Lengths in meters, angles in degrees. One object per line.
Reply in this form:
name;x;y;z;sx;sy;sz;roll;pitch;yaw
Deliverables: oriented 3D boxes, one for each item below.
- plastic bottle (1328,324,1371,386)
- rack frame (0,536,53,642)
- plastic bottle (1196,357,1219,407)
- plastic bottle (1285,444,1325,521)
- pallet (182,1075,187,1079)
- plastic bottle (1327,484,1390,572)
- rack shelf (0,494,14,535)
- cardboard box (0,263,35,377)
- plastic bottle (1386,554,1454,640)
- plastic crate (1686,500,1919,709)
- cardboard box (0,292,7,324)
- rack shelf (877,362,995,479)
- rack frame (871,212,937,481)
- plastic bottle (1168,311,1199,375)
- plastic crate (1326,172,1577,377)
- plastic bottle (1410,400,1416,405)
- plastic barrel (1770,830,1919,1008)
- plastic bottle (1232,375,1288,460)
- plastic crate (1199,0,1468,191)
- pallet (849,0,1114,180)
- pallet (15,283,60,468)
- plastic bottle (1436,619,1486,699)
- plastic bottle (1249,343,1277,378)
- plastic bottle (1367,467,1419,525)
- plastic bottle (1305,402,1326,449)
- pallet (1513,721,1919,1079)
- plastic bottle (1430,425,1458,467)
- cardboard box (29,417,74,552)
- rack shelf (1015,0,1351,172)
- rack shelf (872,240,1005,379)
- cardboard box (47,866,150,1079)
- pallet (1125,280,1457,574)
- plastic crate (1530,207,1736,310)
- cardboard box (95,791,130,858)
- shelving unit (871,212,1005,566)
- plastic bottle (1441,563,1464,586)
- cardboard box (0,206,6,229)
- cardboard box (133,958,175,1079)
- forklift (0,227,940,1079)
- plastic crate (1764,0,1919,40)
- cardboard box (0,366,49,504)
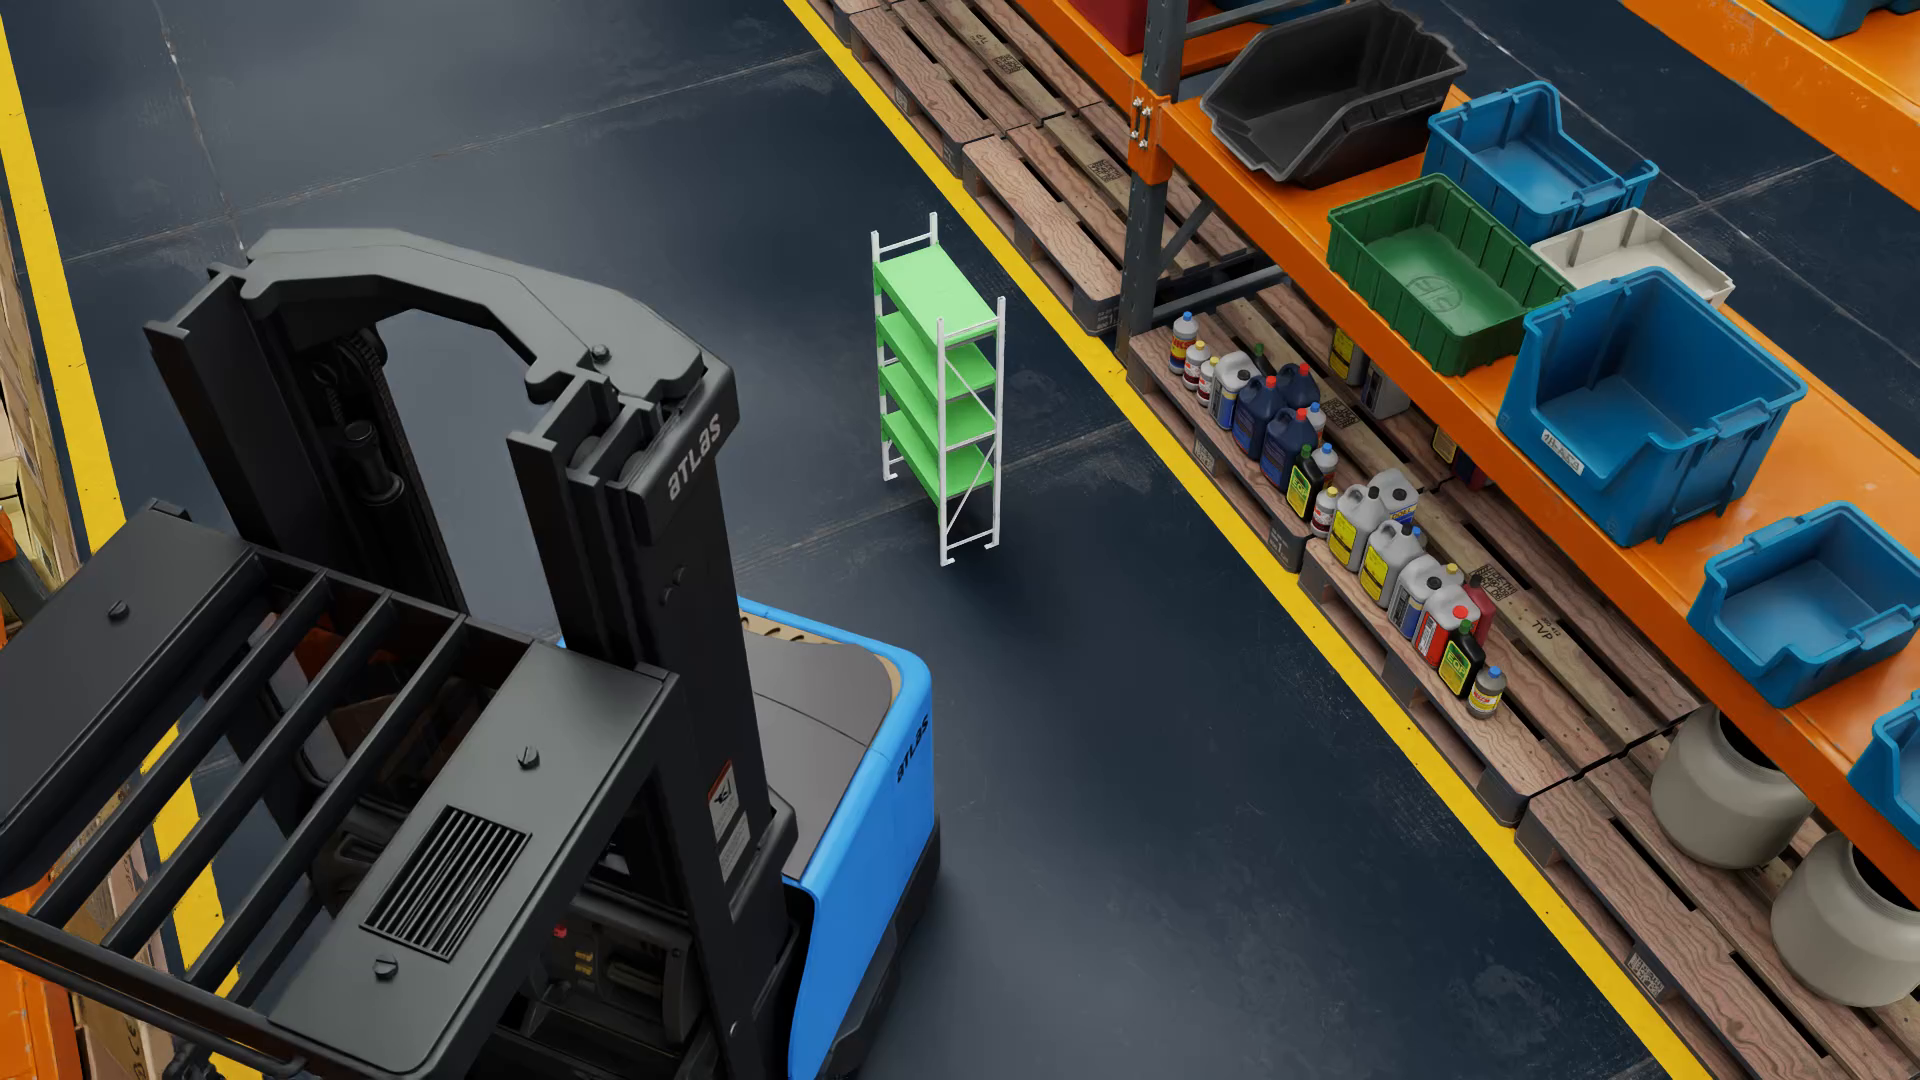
plastic bottle;1.537;-0.783;6.410;0.144;0.351;0.185;-21;52;-18
rack frame;-3.292;-0.188;4.422;1.000;3.000;0.127;-21;52;-18
plastic bottle;0.963;-0.615;6.362;0.097;0.201;0.097;0;49;0
plastic bottle;1.239;-0.208;5.951;0.061;0.283;0.133;-19;52;-16
pallet;-2.403;2.094;4.278;1.003;0.211;1.213;-21;52;-18
plastic bottle;1.395;-0.070;5.786;0.144;0.351;0.185;-22;52;-18
rack shelf;-4.207;-1.290;5.863;1.077;0.370;4.000;-21;52;-18
cardboard box;-3.960;-0.805;6.509;0.500;0.250;0.500;-20;52;-17
plastic bottle;1.560;0.188;5.610;0.152;0.276;0.135;-23;53;-19
plastic crate;2.157;0.166;4.211;0.499;0.251;0.408;-21;52;-18
cardboard box;-3.964;-0.997;6.304;0.500;0.311;0.500;-20;52;-17
rack shelf;-0.076;-0.464;5.943;0.258;0.148;0.480;-21;52;-18
rack frame;-0.187;-0.669;6.038;0.240;1.200;0.015;-21;52;-18
plastic bottle;0.870;-0.774;6.455;0.097;0.271;0.097;0;49;0
plastic crate;1.484;-0.816;5.112;0.450;0.188;0.662;-21;52;-18
plastic bottle;1.753;-0.704;6.341;0.144;0.351;0.185;-24;53;-19
plastic barrel;2.575;1.052;4.711;0.421;0.512;0.421;0;49;0
plastic bottle;1.114;-0.481;6.146;0.144;0.351;0.185;-20;52;-17
plastic crate;1.241;-1.477;5.590;0.767;0.338;0.504;-21;52;-18
pallet;0.158;-2.304;8.124;1.003;0.211;1.213;-21;52;-18
pallet;-4.226;-0.567;6.606;1.003;0.211;1.213;-21;52;-18
plastic bottle;1.645;0.385;5.433;0.061;0.283;0.133;-20;52;-17
plastic bottle;1.137;-0.608;6.301;0.061;0.283;0.133;-21;52;-18
plastic bottle;1.516;-0.114;5.874;0.152;0.276;0.135;-21;52;-18
plastic bottle;1.288;-0.400;6.127;0.097;0.271;0.097;0;49;0
pallet;2.501;1.123;5.127;1.003;0.211;1.213;-21;52;-18
plastic bottle;1.821;-0.413;6.131;0.061;0.283;0.133;-21;52;-18
cardboard box;-3.489;-0.119;5.909;0.500;0.250;0.500;-20;52;-17
rack shelf;0.199;-2.993;7.353;1.077;0.370;4.000;-21;52;-18
rack shelf;-0.076;-0.780;5.582;0.258;0.148;0.480;-21;52;-18
cardboard box;-2.435;1.239;4.223;0.500;0.500;0.500;-21;52;-18
pallet;1.384;-0.510;6.556;1.003;0.211;1.213;-21;52;-18
plastic crate;2.082;-0.805;5.137;0.530;0.136;0.437;-21;52;-18
cardboard box;-2.885;0.814;5.093;0.500;0.250;0.500;-21;52;-18
shelving unit;-0.076;-0.506;5.895;0.258;1.200;0.503;-21;52;-18
plastic bottle;1.662;0.157;5.686;0.097;0.201;0.097;0;49;0
cardboard box;-4.426;-1.486;7.105;0.500;0.250;0.500;-22;52;-18
cardboard box;-2.424;1.482;4.509;0.500;0.250;0.500;-21;52;-18
forklift;-1.079;0.962;3.462;1.130;2.935;3.031;17;51;14
plastic crate;1.804;-1.369;3.473;0.392;0.384;0.575;-21;52;-18
cardboard box;-3.484;-0.305;5.699;0.500;0.311;0.500;-22;52;-18
